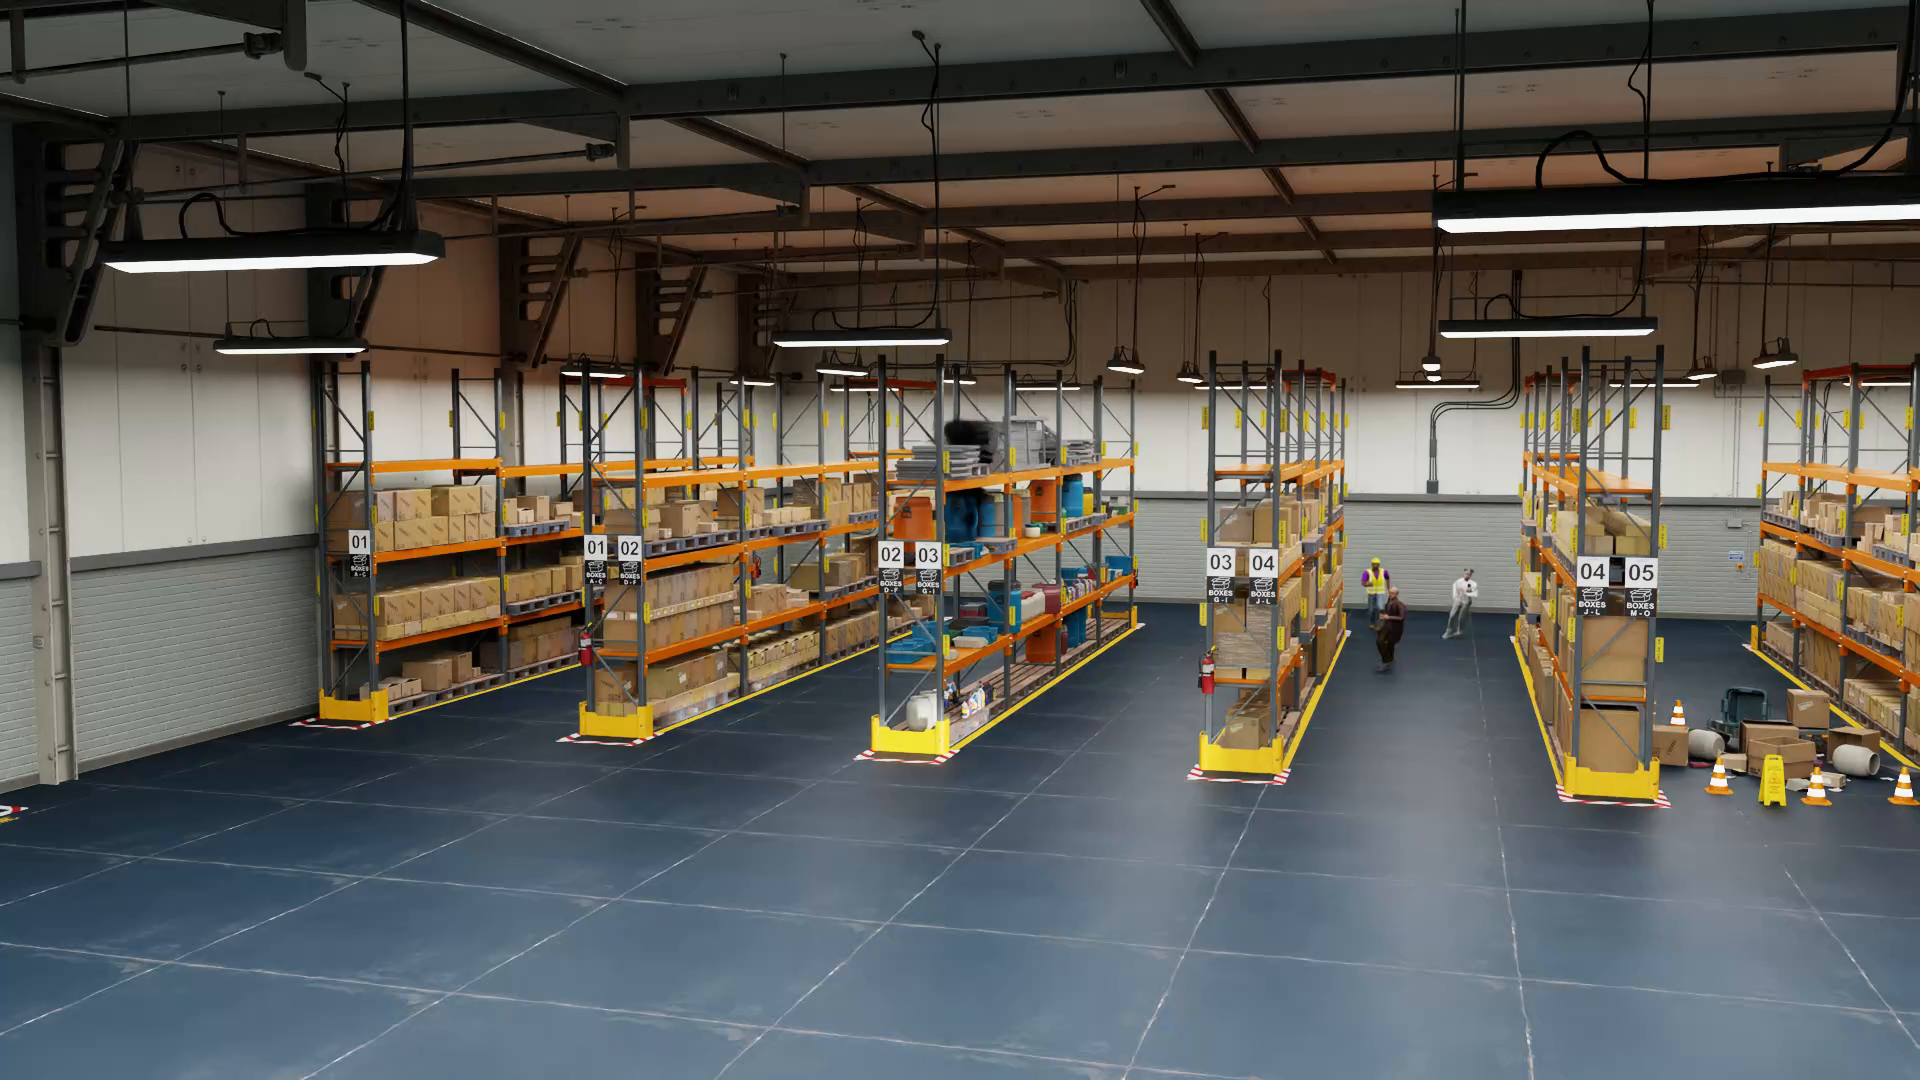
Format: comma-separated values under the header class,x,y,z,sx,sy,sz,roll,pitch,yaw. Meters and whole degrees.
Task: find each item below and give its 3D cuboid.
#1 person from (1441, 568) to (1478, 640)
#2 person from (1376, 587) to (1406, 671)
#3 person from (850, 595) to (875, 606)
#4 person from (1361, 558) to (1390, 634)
class,x,y,z,sx,sy,sz,roll,pitch,yaw
person,11.536,1.452,38.184,0.724,1.654,0.768,3,5,34
person,8.615,1.762,33.231,0.776,1.688,0.841,-3,5,-41
person,-2.598,0.977,44.144,0.712,1.804,0.674,1,4,19
person,9.839,1.315,39.351,0.676,1.811,0.826,1,4,11
